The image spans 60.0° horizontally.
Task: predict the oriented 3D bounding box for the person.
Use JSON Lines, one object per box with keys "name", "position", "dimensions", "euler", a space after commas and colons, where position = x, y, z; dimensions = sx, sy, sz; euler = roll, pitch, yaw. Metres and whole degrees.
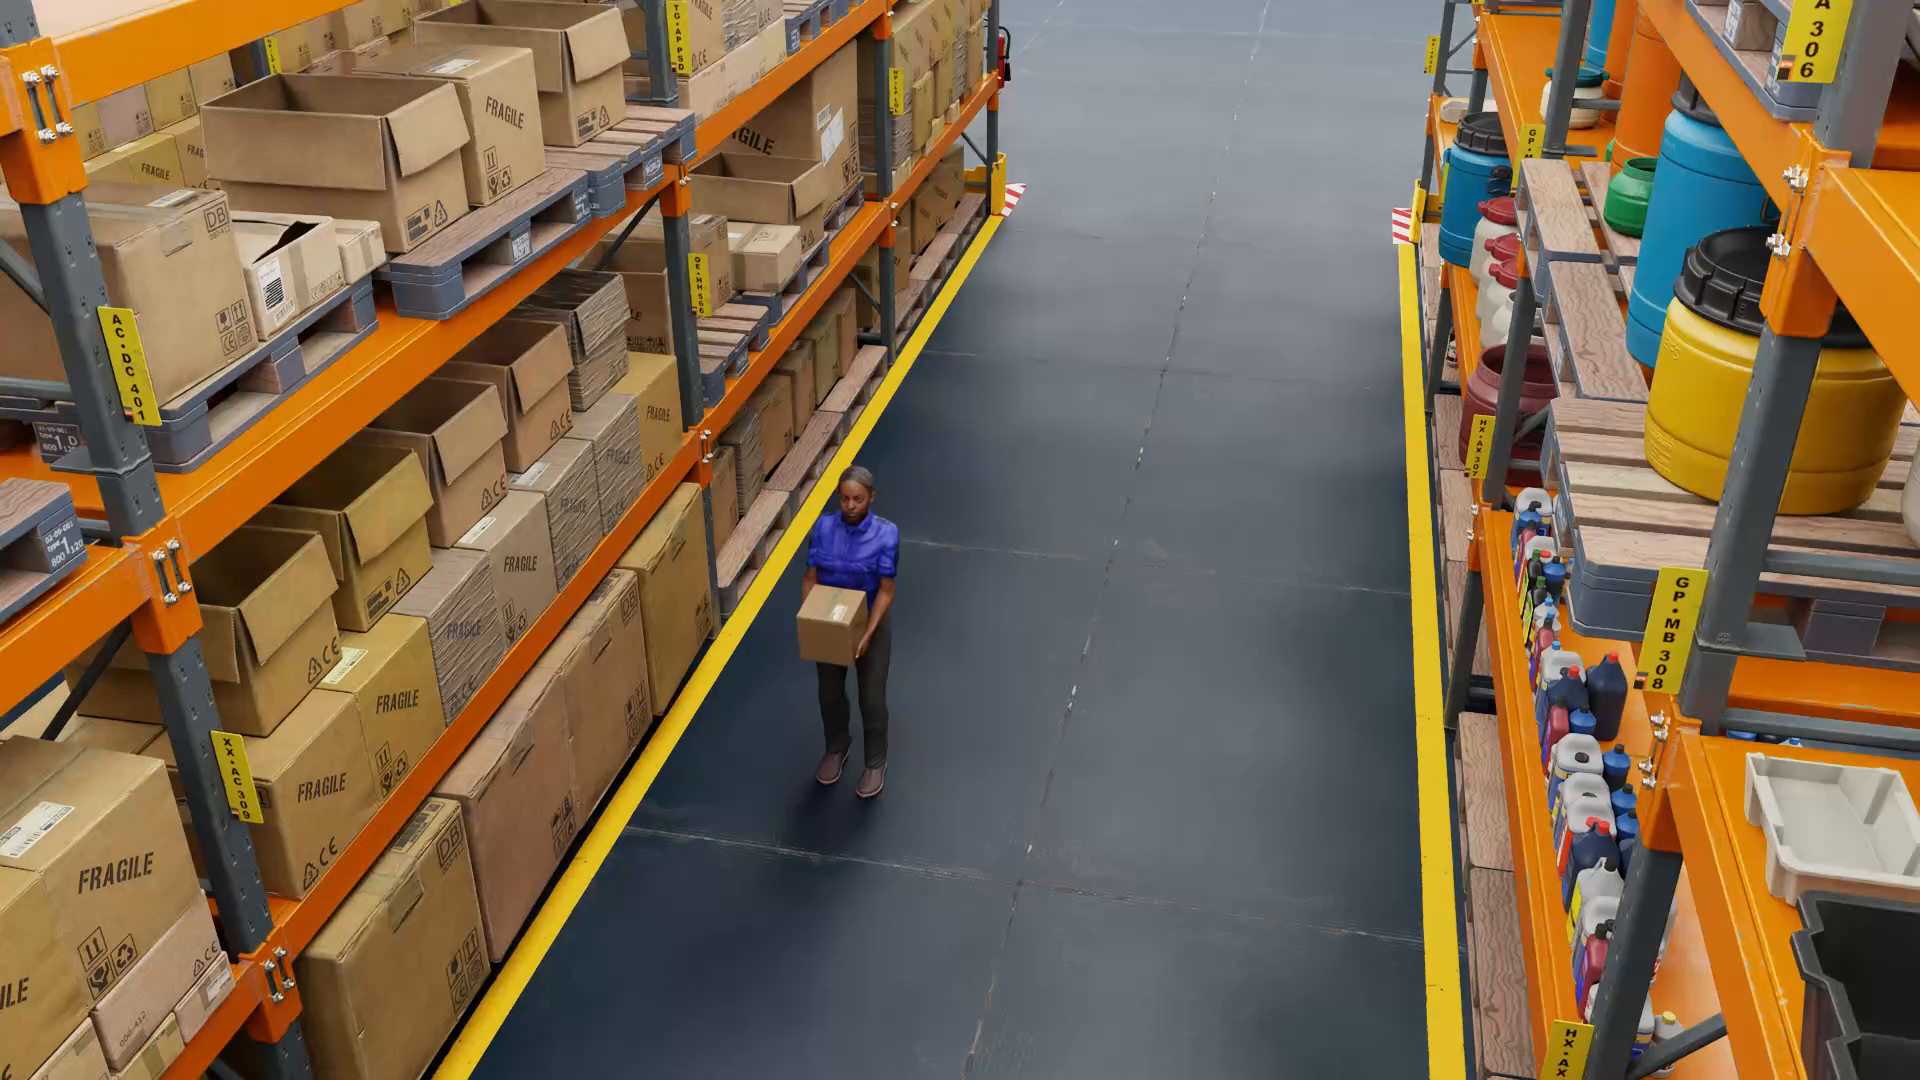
{"name": "person", "position": [-0.528, 0.456, 7.804], "dimensions": [0.451, 1.651, 0.510], "euler": [8, 30, 14]}
